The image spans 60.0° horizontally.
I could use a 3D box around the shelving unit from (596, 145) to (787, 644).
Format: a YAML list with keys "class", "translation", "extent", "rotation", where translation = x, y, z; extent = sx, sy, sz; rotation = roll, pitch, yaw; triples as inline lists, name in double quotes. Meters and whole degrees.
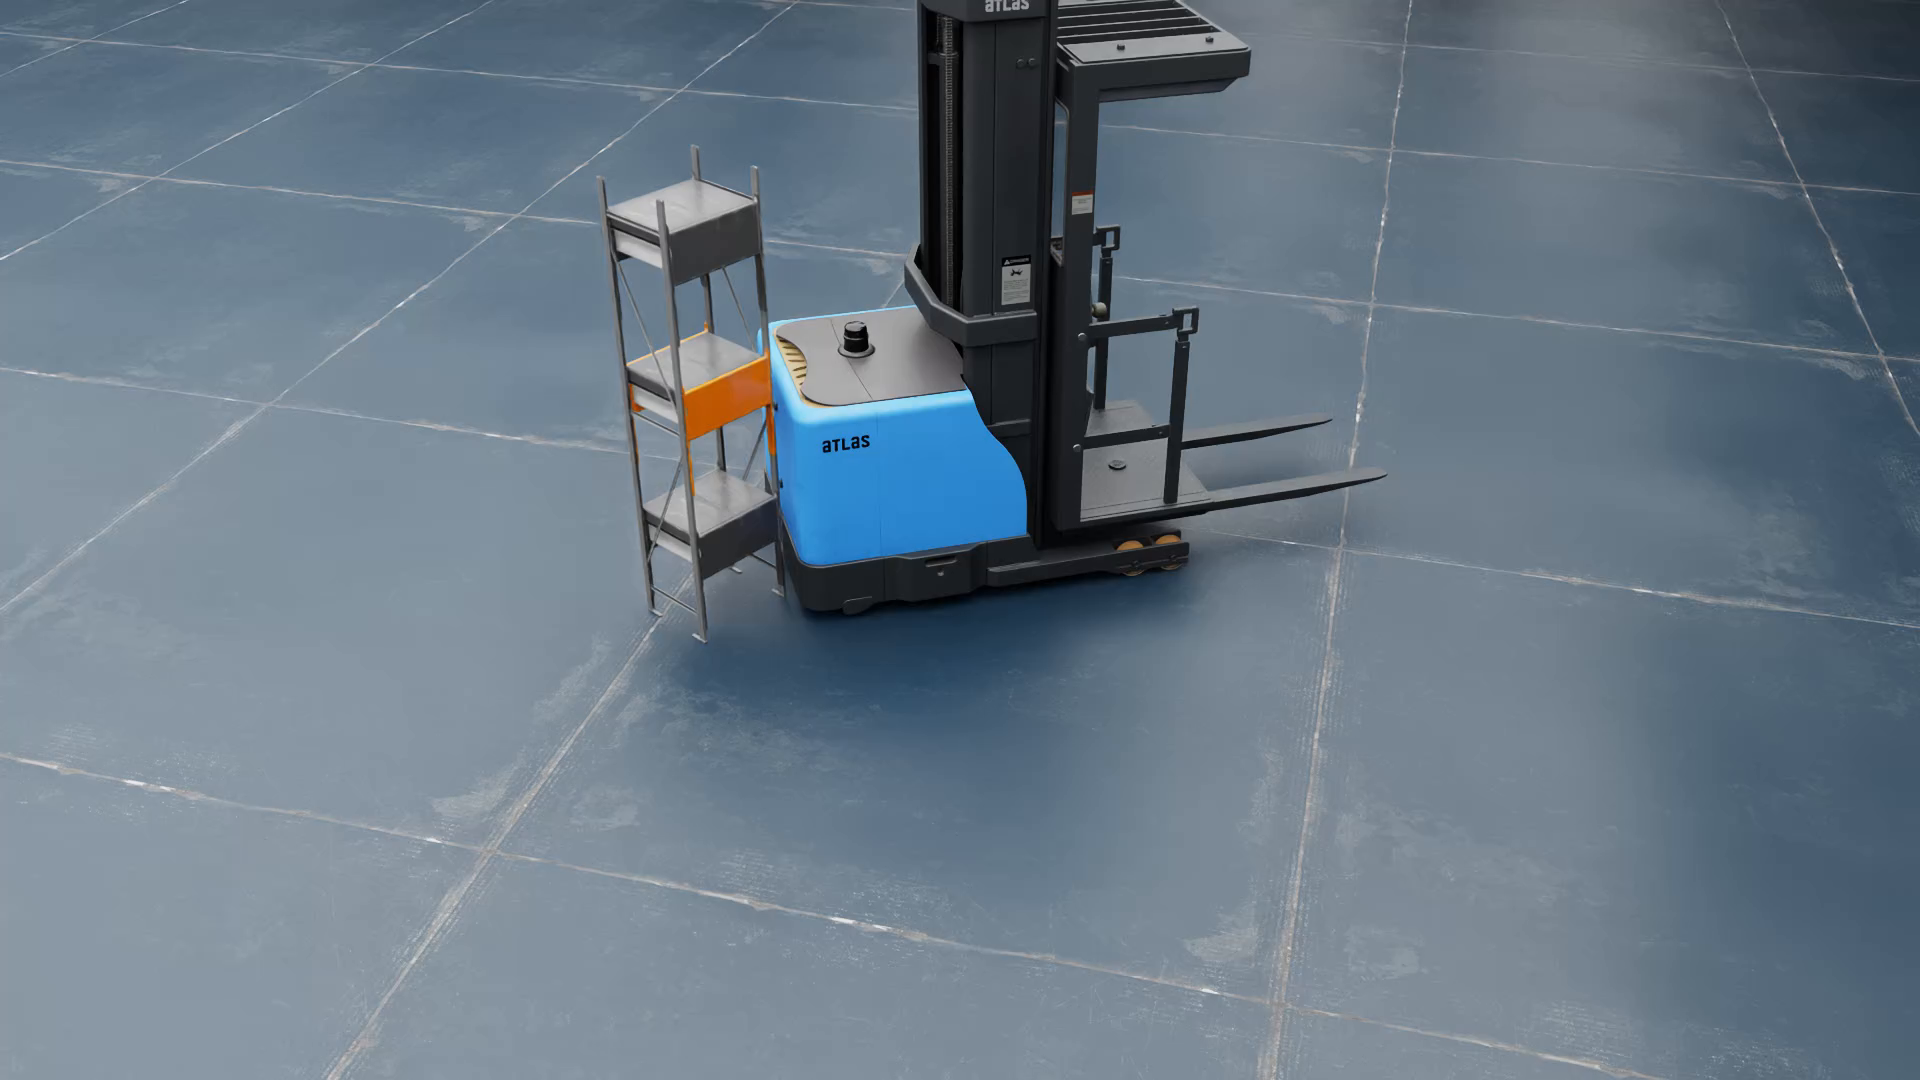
- class: "shelving unit"
  translation: [-1.130, -0.586, 7.214]
  extent: [0.431, 2.100, 0.503]
  rotation: [26, 40, 34]

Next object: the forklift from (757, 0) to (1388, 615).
- class: "forklift"
  translation: [0.604, -1.329, 7.608]
  extent: [3.031, 2.935, 1.130]
  rotation: [-9, 33, -13]

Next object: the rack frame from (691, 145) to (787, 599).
- class: "rack frame"
  translation: [-0.968, -0.684, 7.367]
  extent: [0.400, 2.100, 0.015]
  rotation: [26, 40, 34]

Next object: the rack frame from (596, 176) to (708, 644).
- class: "rack frame"
  translation: [-1.293, -0.489, 7.060]
  extent: [0.400, 2.100, 0.015]
  rotation: [26, 40, 34]

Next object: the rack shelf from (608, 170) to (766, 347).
- class: "rack shelf"
  translation: [-1.129, -1.165, 6.845]
  extent: [0.431, 0.518, 0.480]
  rotation: [26, 40, 34]

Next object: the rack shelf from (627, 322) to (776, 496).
- class: "rack shelf"
  translation: [-1.130, -0.575, 7.221]
  extent: [0.431, 0.518, 0.480]
  rotation: [26, 40, 34]

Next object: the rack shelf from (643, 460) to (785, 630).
- class: "rack shelf"
  translation: [-1.132, 0.016, 7.597]
  extent: [0.431, 0.518, 0.480]
  rotation: [26, 40, 34]
